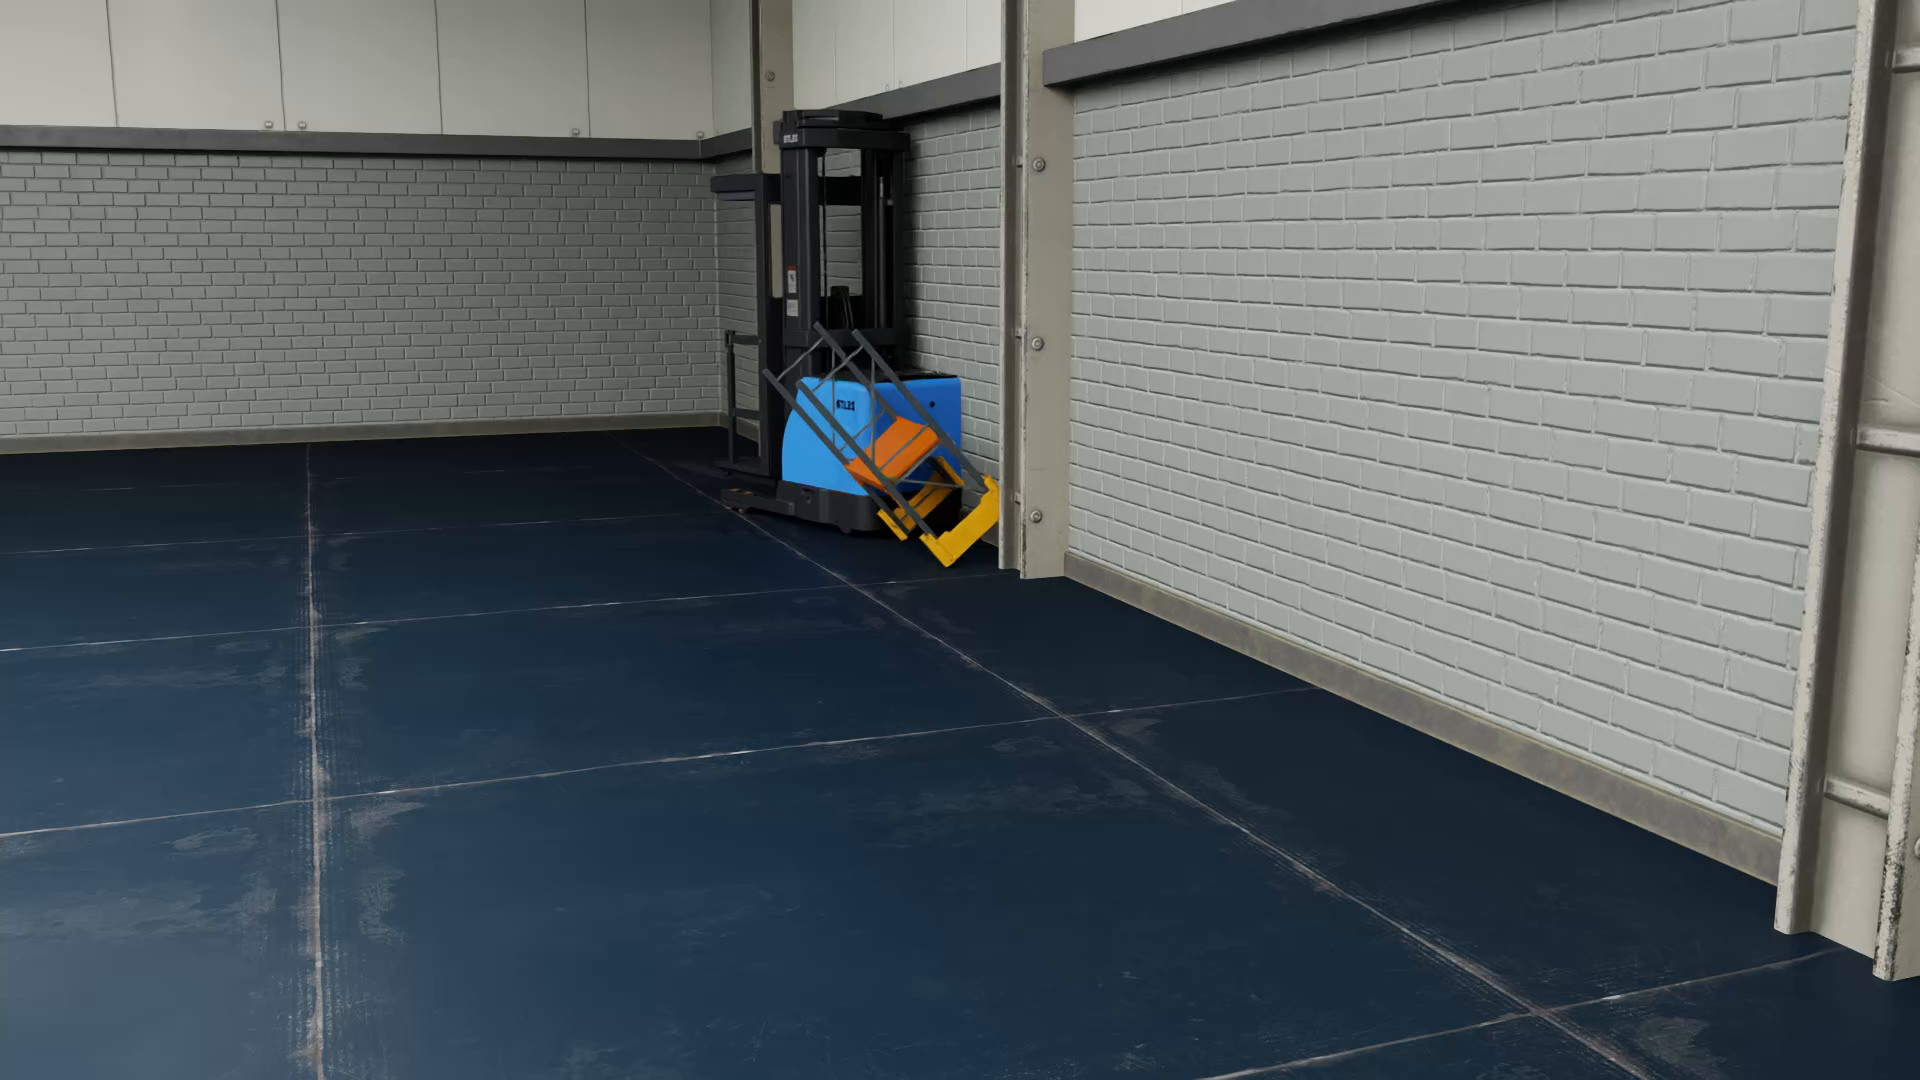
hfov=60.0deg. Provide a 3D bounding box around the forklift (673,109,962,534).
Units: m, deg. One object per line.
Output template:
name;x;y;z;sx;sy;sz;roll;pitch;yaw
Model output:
forklift;-1.173;-1.691;12.557;1.130;2.935;3.031;-8;13;-38

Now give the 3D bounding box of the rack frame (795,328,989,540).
rack frame;-0.341;-0.567;10.224;0.500;1.500;0.032;-43;19;-7

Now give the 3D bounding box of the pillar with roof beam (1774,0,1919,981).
pillar with roof beam;-1.382;-2.983;2.493;9.100;9.000;0.400;-4;11;-21

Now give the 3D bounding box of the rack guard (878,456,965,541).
rack guard;-0.263;-0.283;11.364;0.587;0.250;0.087;-43;19;-7

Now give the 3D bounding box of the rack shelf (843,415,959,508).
rack shelf;-0.387;-0.521;10.760;0.538;0.185;1.000;-43;19;-7

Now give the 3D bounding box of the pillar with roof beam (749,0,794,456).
pillar with roof beam;-5.731;-4.941;13.505;9.100;9.000;0.400;-4;11;-21

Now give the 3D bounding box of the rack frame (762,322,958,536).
rack frame;-0.655;-0.733;11.177;0.500;1.500;0.032;-43;19;-7

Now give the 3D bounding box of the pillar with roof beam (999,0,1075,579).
pillar with roof beam;-3.557;-3.962;7.999;9.100;9.000;0.400;-4;11;-21

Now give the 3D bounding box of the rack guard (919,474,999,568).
rack guard;0.044;-0.120;10.431;0.587;0.250;0.087;-43;19;-7

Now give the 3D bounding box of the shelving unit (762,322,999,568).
shelving unit;-0.495;-0.649;10.692;0.587;1.500;1.083;-43;19;-7
